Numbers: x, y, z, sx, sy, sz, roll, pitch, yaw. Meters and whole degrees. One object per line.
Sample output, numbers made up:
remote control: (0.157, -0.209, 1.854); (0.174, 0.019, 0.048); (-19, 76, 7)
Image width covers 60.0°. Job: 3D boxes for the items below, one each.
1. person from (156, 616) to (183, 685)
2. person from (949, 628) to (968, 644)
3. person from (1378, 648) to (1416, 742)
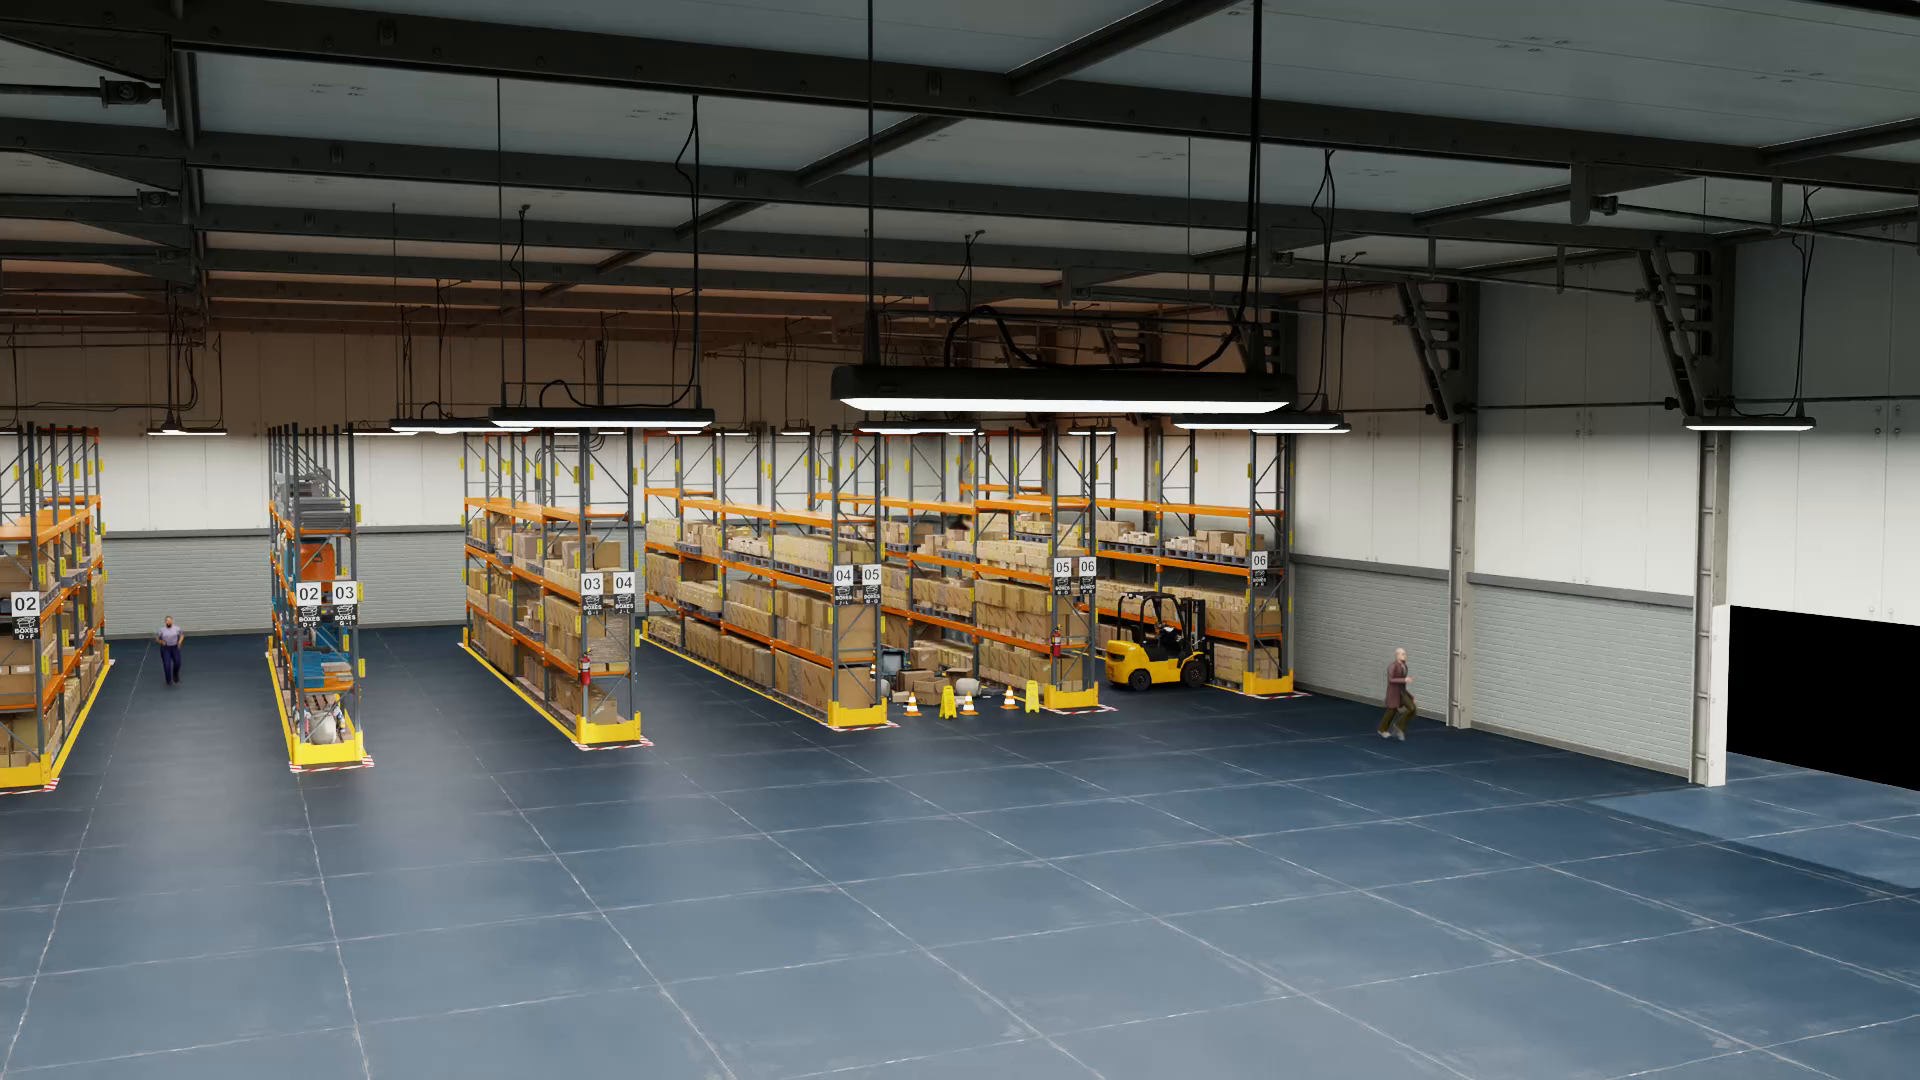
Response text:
person: (-18.272, 2.564, 38.494); (0.593, 1.602, 0.546); (-2, 4, -31)
person: (-0.041, 2.082, 45.055); (0.677, 1.823, 0.738); (-2, 4, -30)
person: (8.265, 2.917, 31.428); (0.752, 1.772, 0.886); (-3, 5, -39)
